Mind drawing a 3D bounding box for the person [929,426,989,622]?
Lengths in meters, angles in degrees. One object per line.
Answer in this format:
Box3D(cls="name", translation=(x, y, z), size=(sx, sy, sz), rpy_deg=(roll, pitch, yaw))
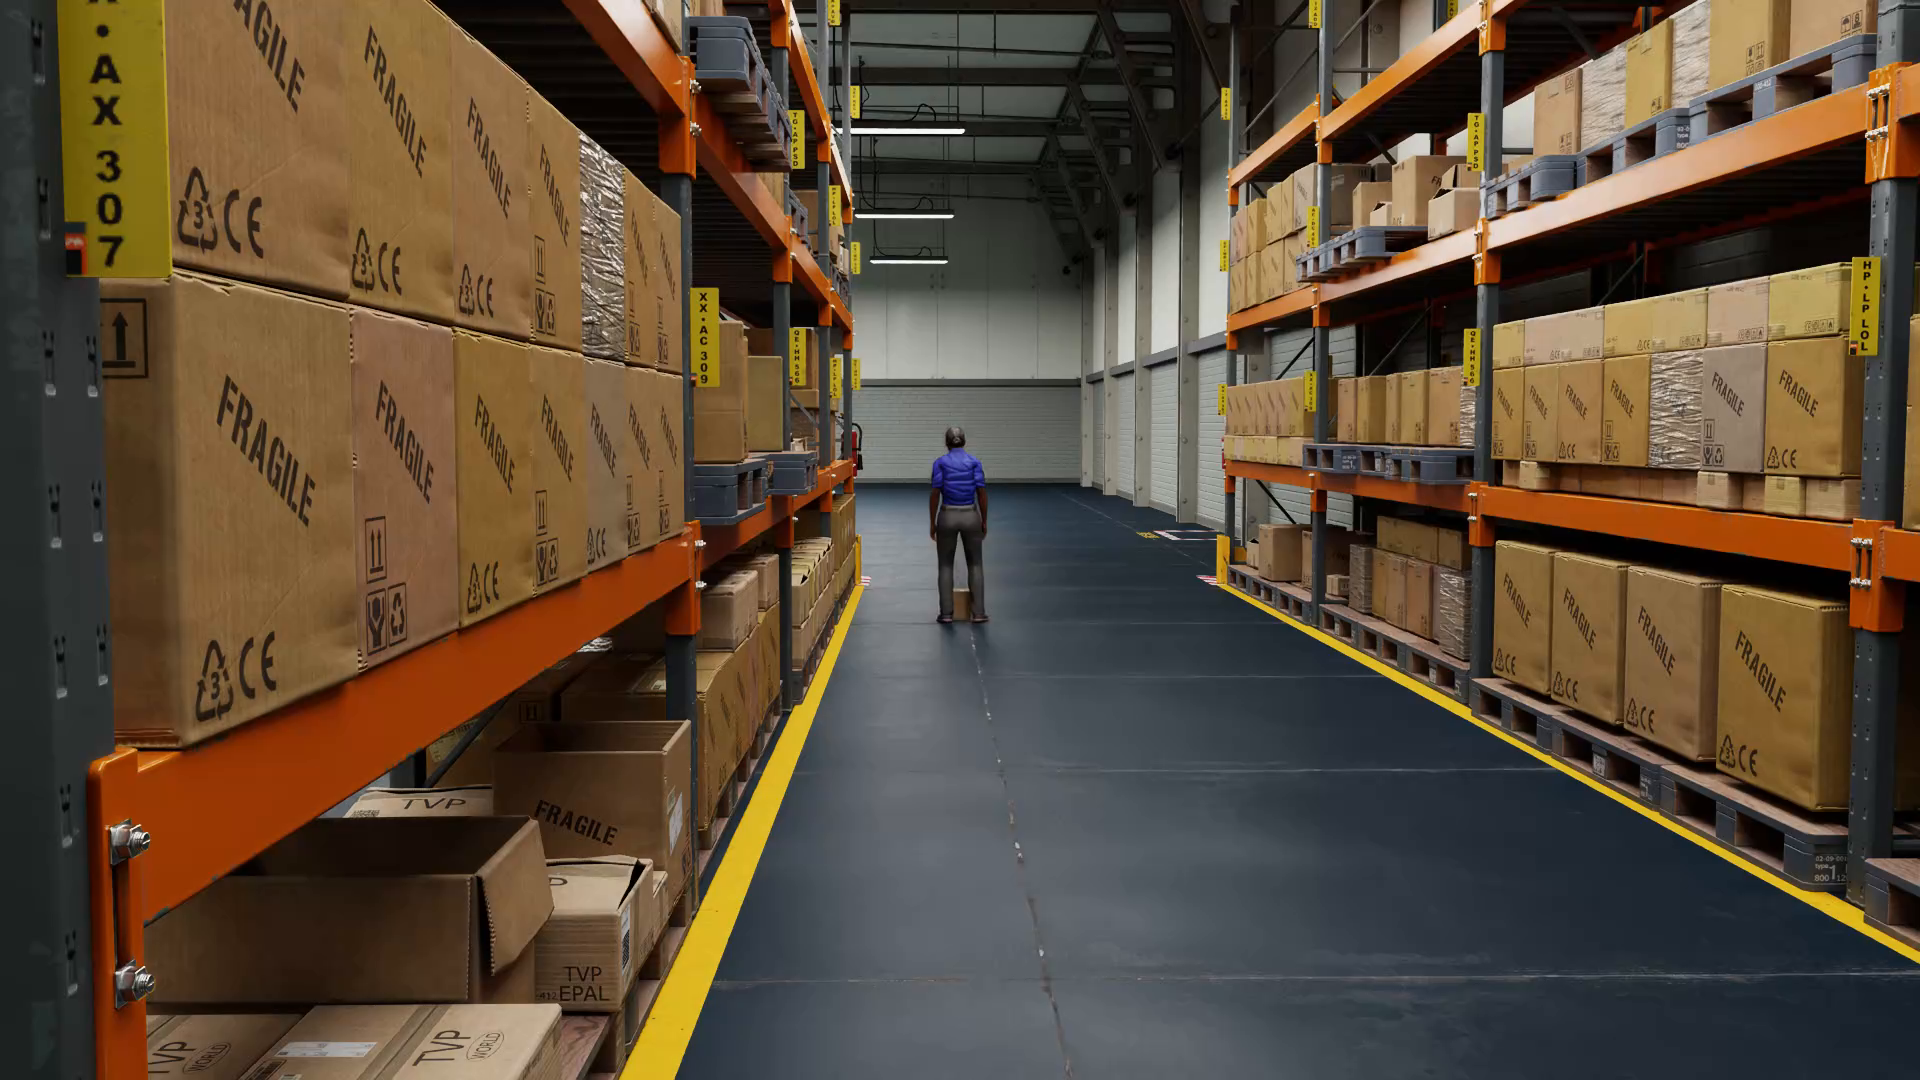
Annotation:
Box3D(cls="person", translation=(-0.003, -0.131, 13.989), size=(0.520, 1.653, 0.349), rpy_deg=(0, 4, -4))
